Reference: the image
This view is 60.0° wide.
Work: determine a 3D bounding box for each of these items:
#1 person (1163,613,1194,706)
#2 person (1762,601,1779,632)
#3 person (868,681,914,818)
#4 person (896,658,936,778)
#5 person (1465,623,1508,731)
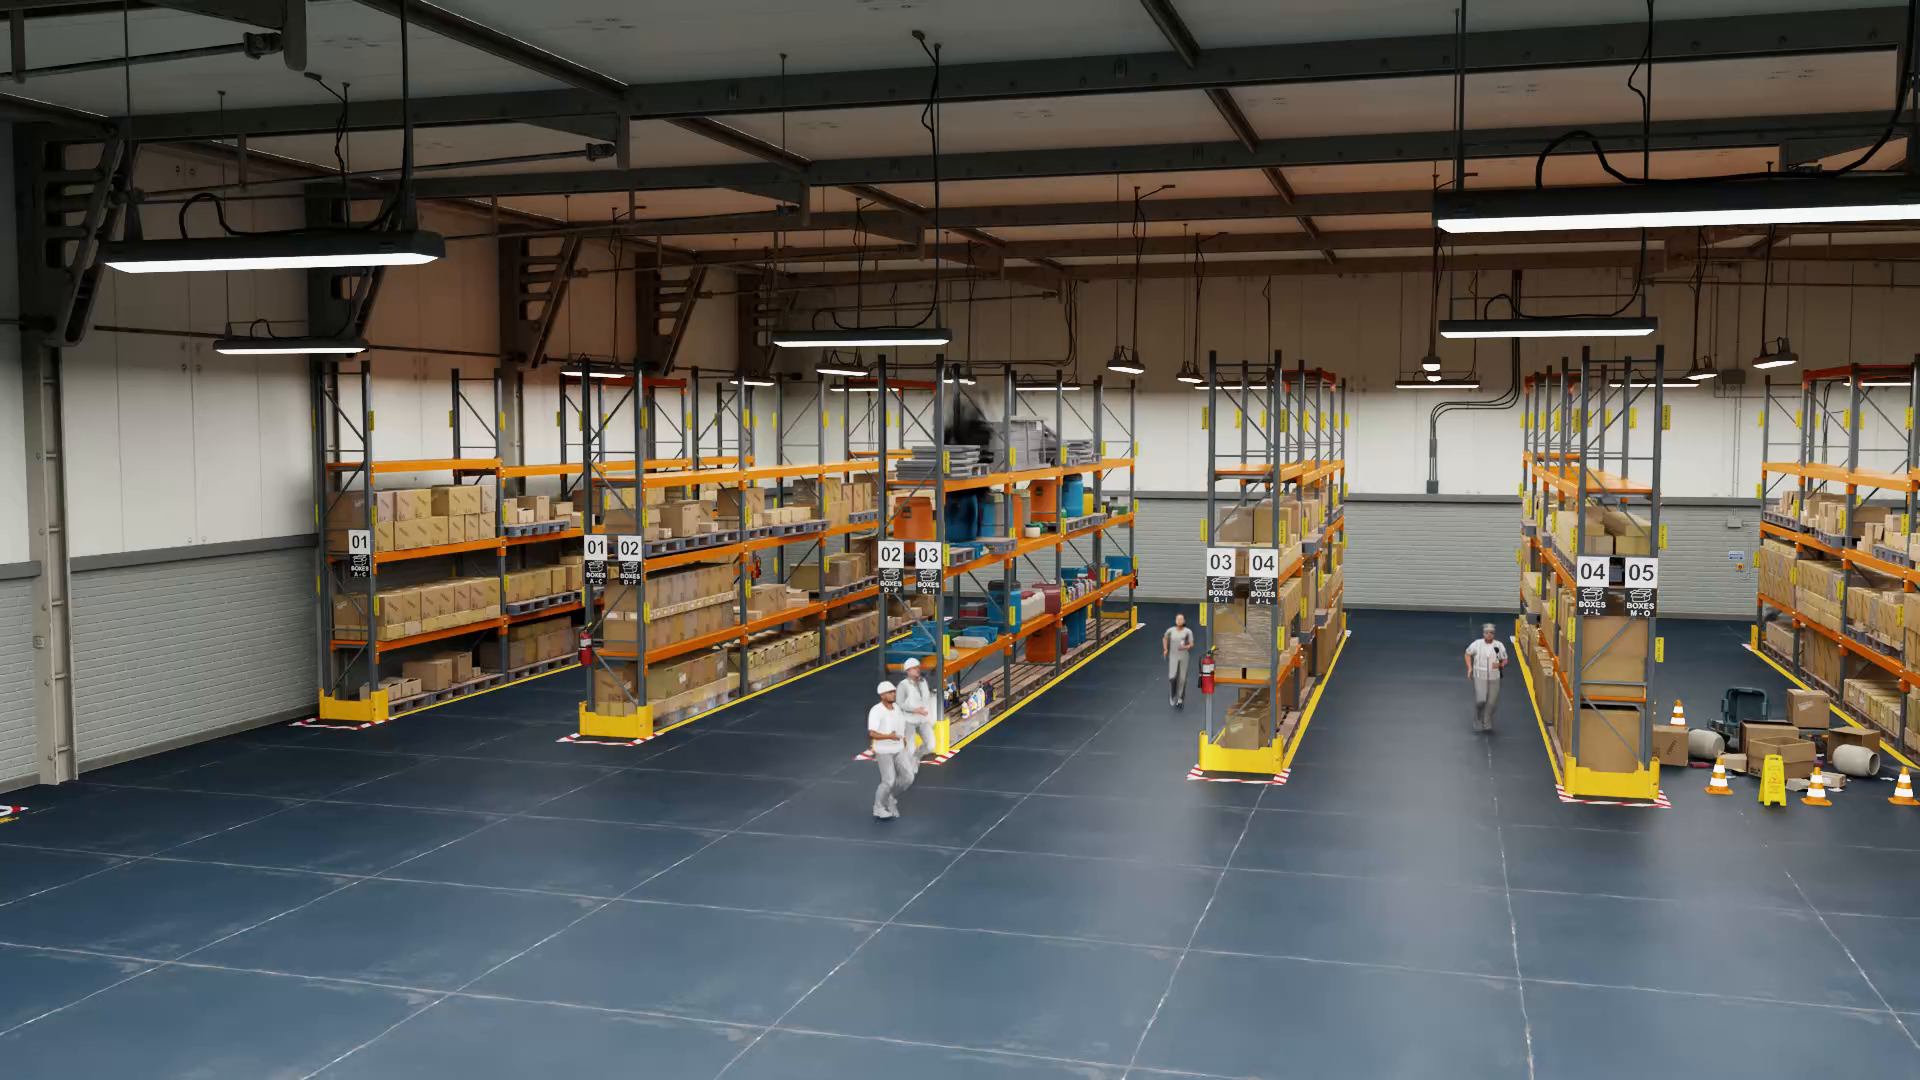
[{"bbox_3d":[3.811,2.100,29.047,0.545,1.624,0.653,1,4,9],"label":"person"},{"bbox_3d":[18.358,1.542,37.618,0.610,1.525,0.744,-4,5,-41],"label":"person"},{"bbox_3d":[-0.837,2.642,20.808,0.626,1.750,0.680,3,5,40],"label":"person"},{"bbox_3d":[-0.599,2.457,23.018,0.679,1.668,0.733,-3,5,-37],"label":"person"},{"bbox_3d":[8.468,2.213,26.713,0.642,1.761,0.666,1,4,10],"label":"person"}]
